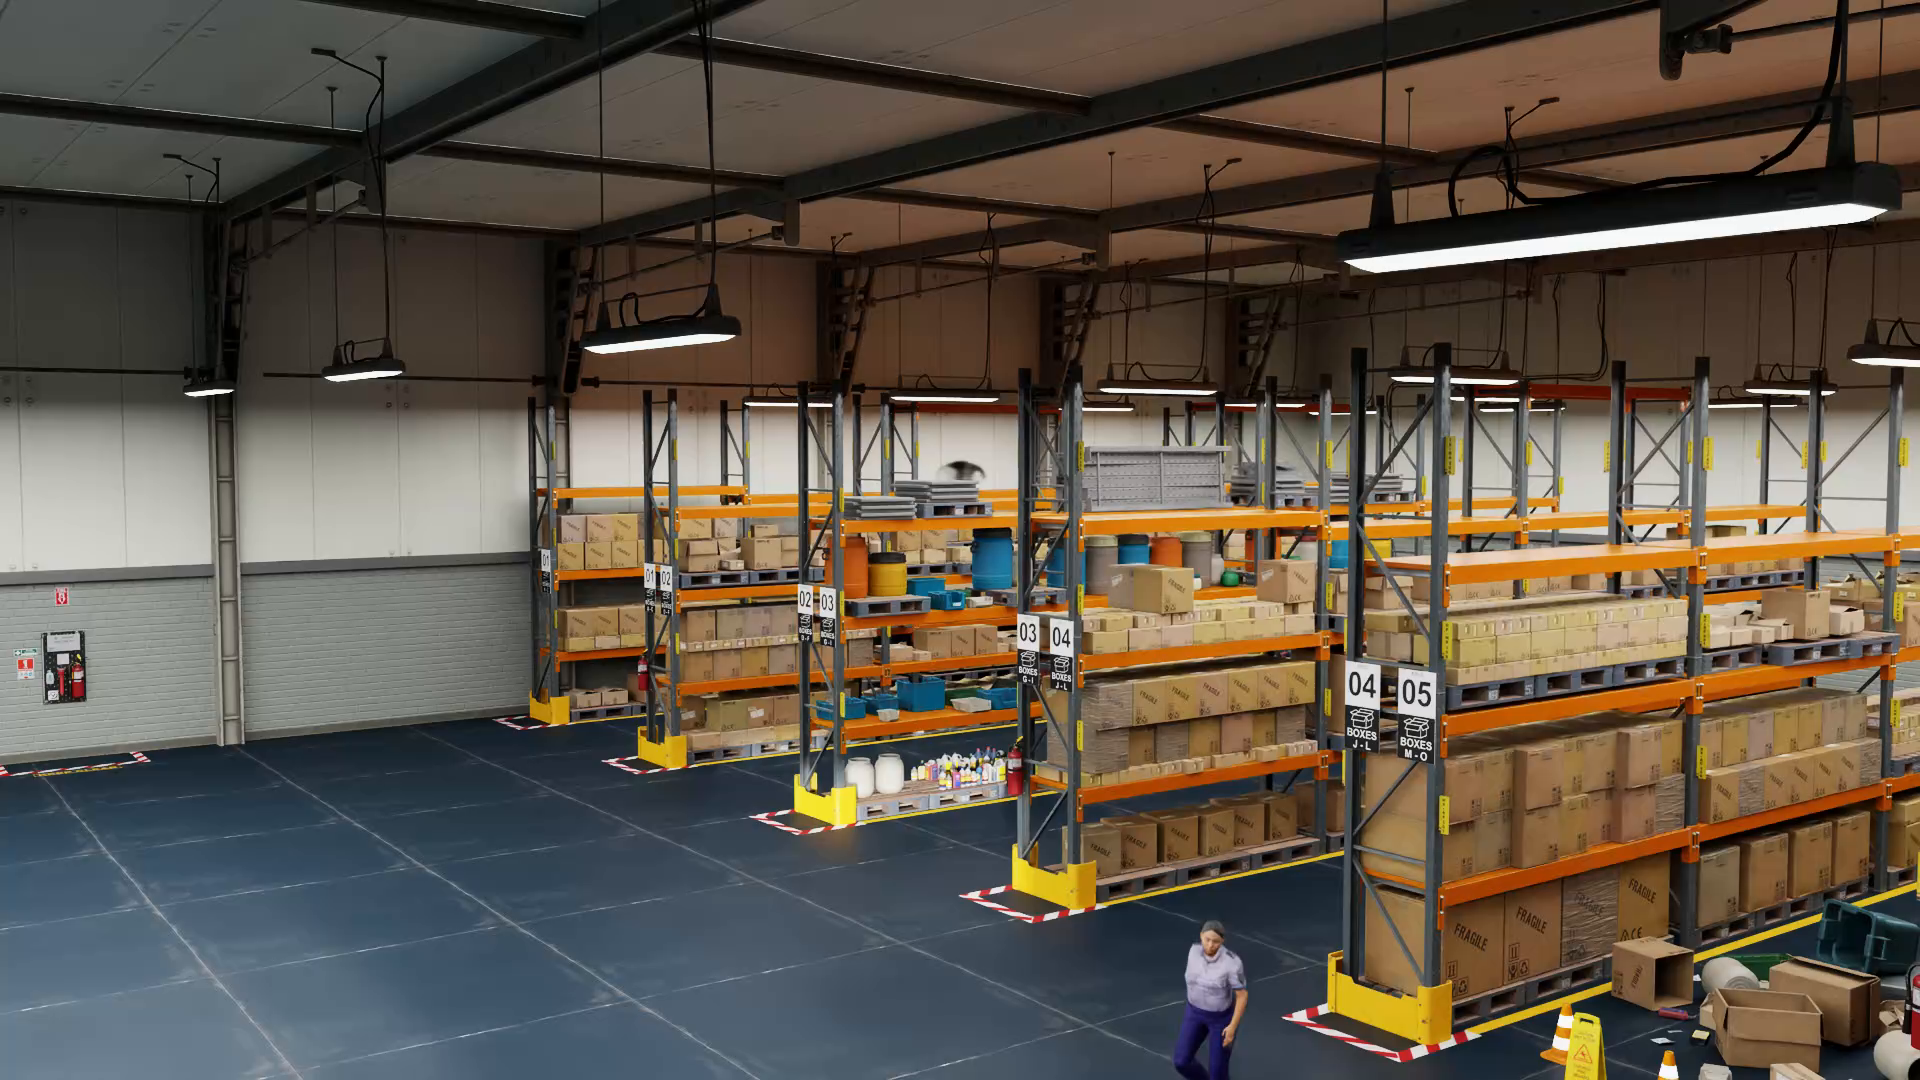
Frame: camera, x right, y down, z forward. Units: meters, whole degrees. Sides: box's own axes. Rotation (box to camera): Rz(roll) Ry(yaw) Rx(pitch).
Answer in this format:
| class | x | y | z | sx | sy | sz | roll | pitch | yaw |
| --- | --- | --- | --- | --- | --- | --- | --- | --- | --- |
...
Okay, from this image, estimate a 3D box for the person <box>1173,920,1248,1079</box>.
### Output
| class | x | y | z | sx | sy | sz | roll | pitch | yaw |
| --- | --- | --- | --- | --- | --- | --- | --- | --- | --- |
| person | 1.904 | 3.626 | 12.553 | 0.604 | 1.603 | 0.599 | 2 | 4 | 32 |
